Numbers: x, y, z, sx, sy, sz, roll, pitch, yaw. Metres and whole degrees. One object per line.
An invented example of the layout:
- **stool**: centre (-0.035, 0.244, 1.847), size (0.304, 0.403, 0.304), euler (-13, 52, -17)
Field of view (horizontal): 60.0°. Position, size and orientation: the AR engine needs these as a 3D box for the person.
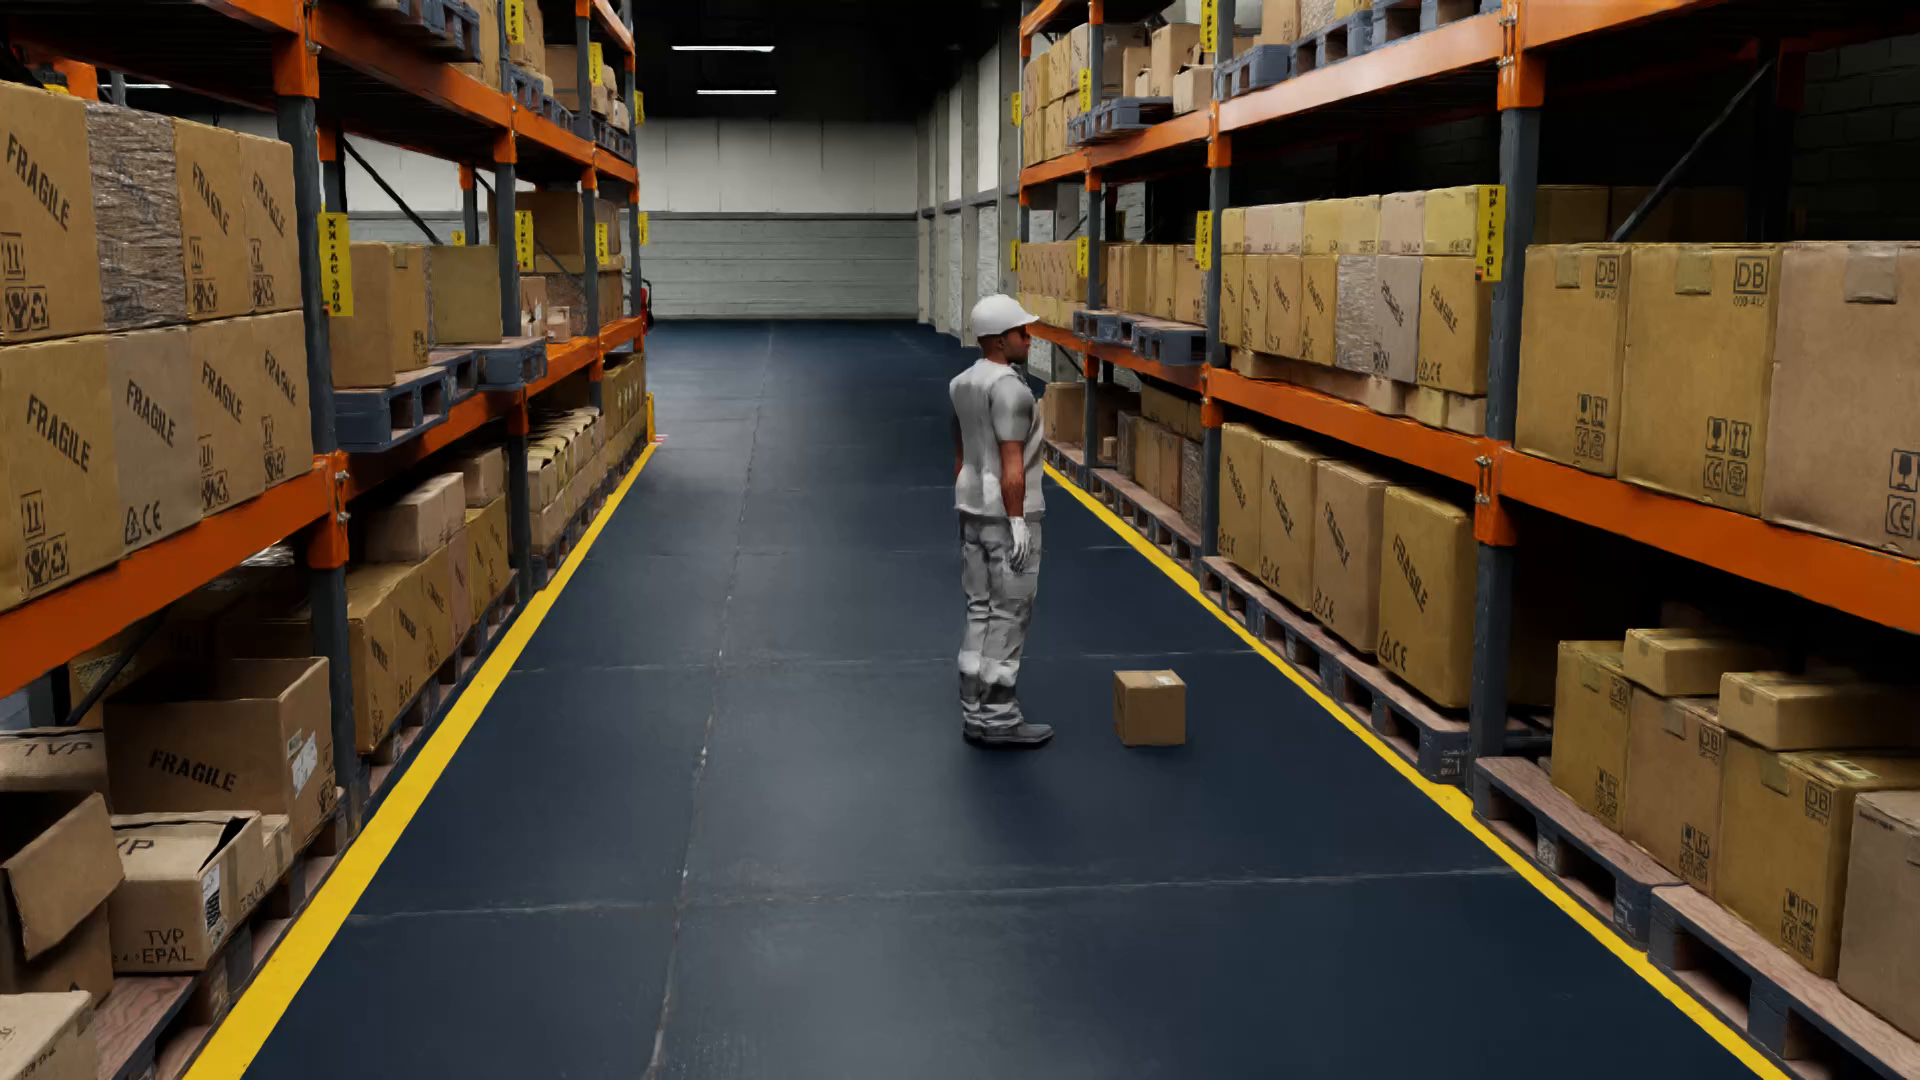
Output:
- **person**: centre (0.154, -0.088, 6.713), size (0.329, 1.792, 0.655), euler (-6, 11, -30)
